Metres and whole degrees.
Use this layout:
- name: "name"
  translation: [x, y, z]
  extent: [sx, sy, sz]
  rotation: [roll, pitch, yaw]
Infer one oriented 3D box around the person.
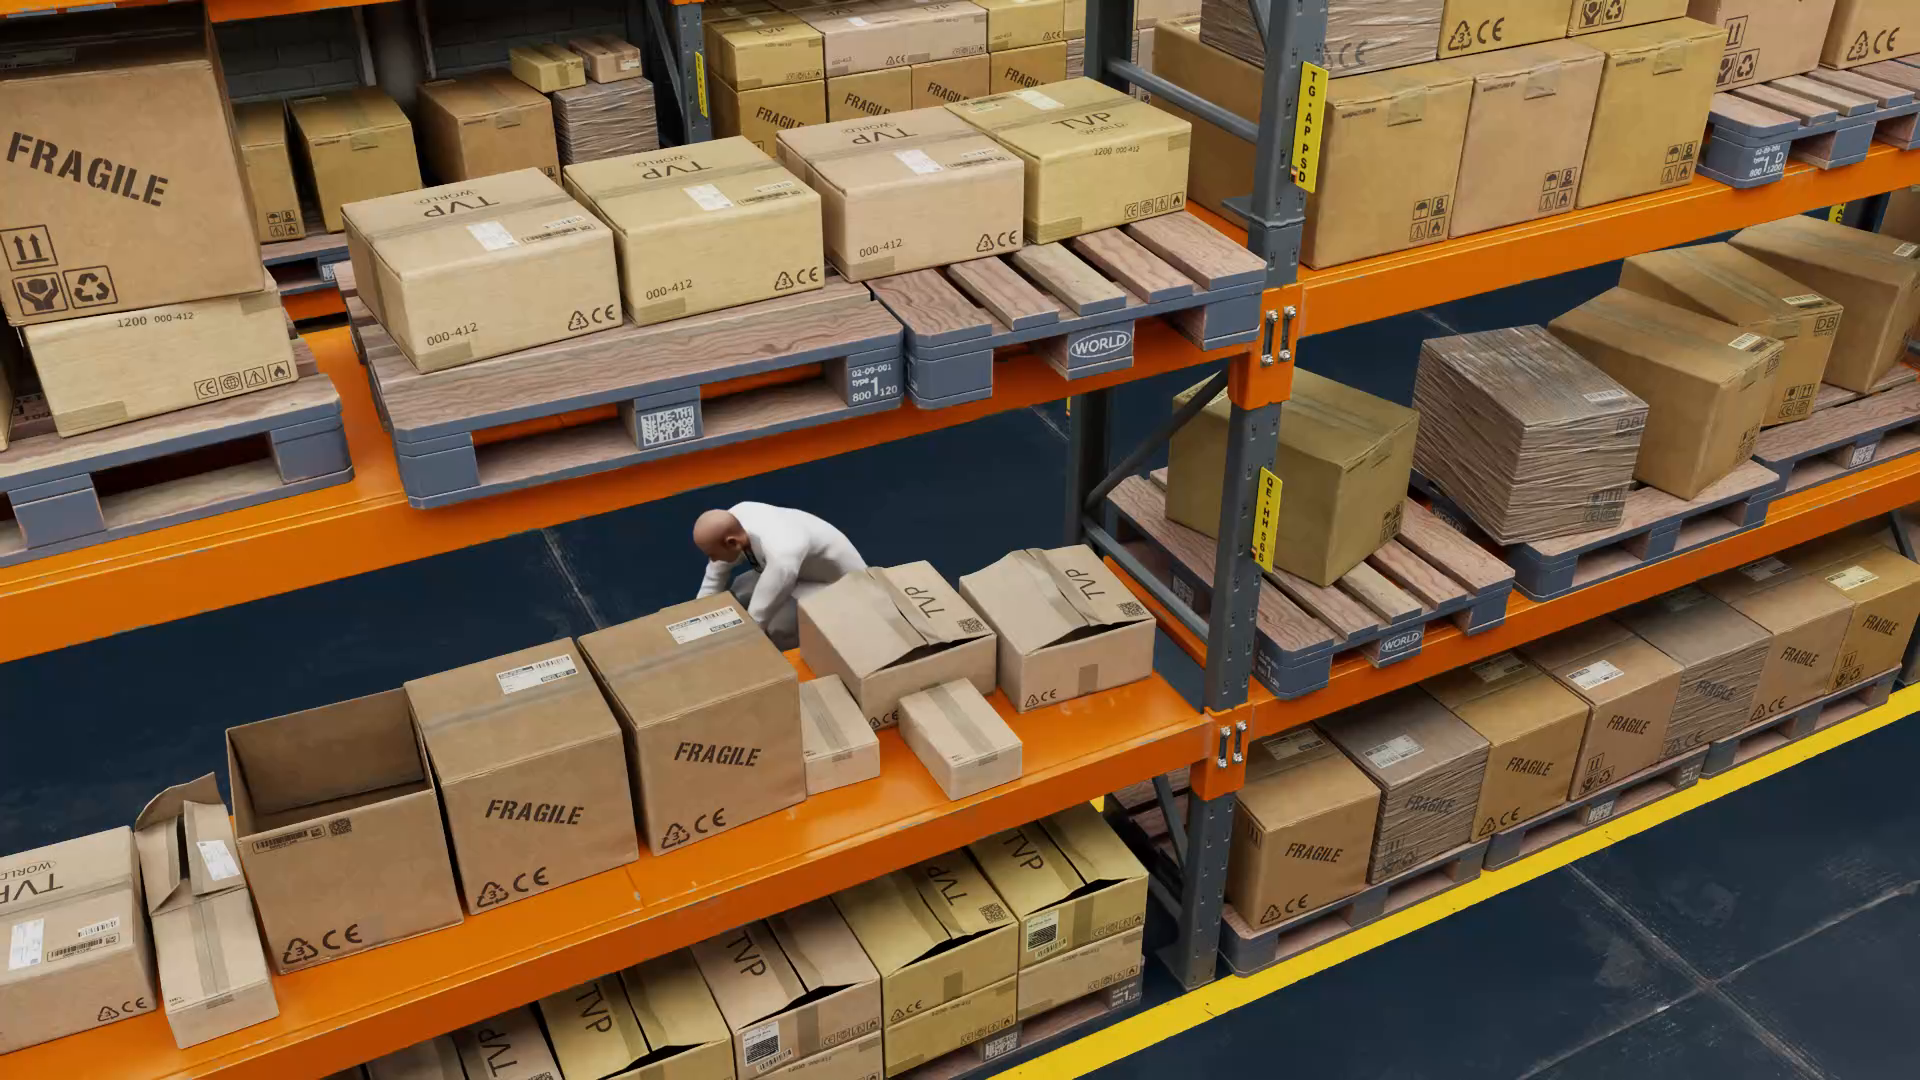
- name: "person"
  translation: [-0.847, 0.212, 7.544]
  extent: [0.914, 1.003, 0.613]
  rotation: [-16, 36, -23]
